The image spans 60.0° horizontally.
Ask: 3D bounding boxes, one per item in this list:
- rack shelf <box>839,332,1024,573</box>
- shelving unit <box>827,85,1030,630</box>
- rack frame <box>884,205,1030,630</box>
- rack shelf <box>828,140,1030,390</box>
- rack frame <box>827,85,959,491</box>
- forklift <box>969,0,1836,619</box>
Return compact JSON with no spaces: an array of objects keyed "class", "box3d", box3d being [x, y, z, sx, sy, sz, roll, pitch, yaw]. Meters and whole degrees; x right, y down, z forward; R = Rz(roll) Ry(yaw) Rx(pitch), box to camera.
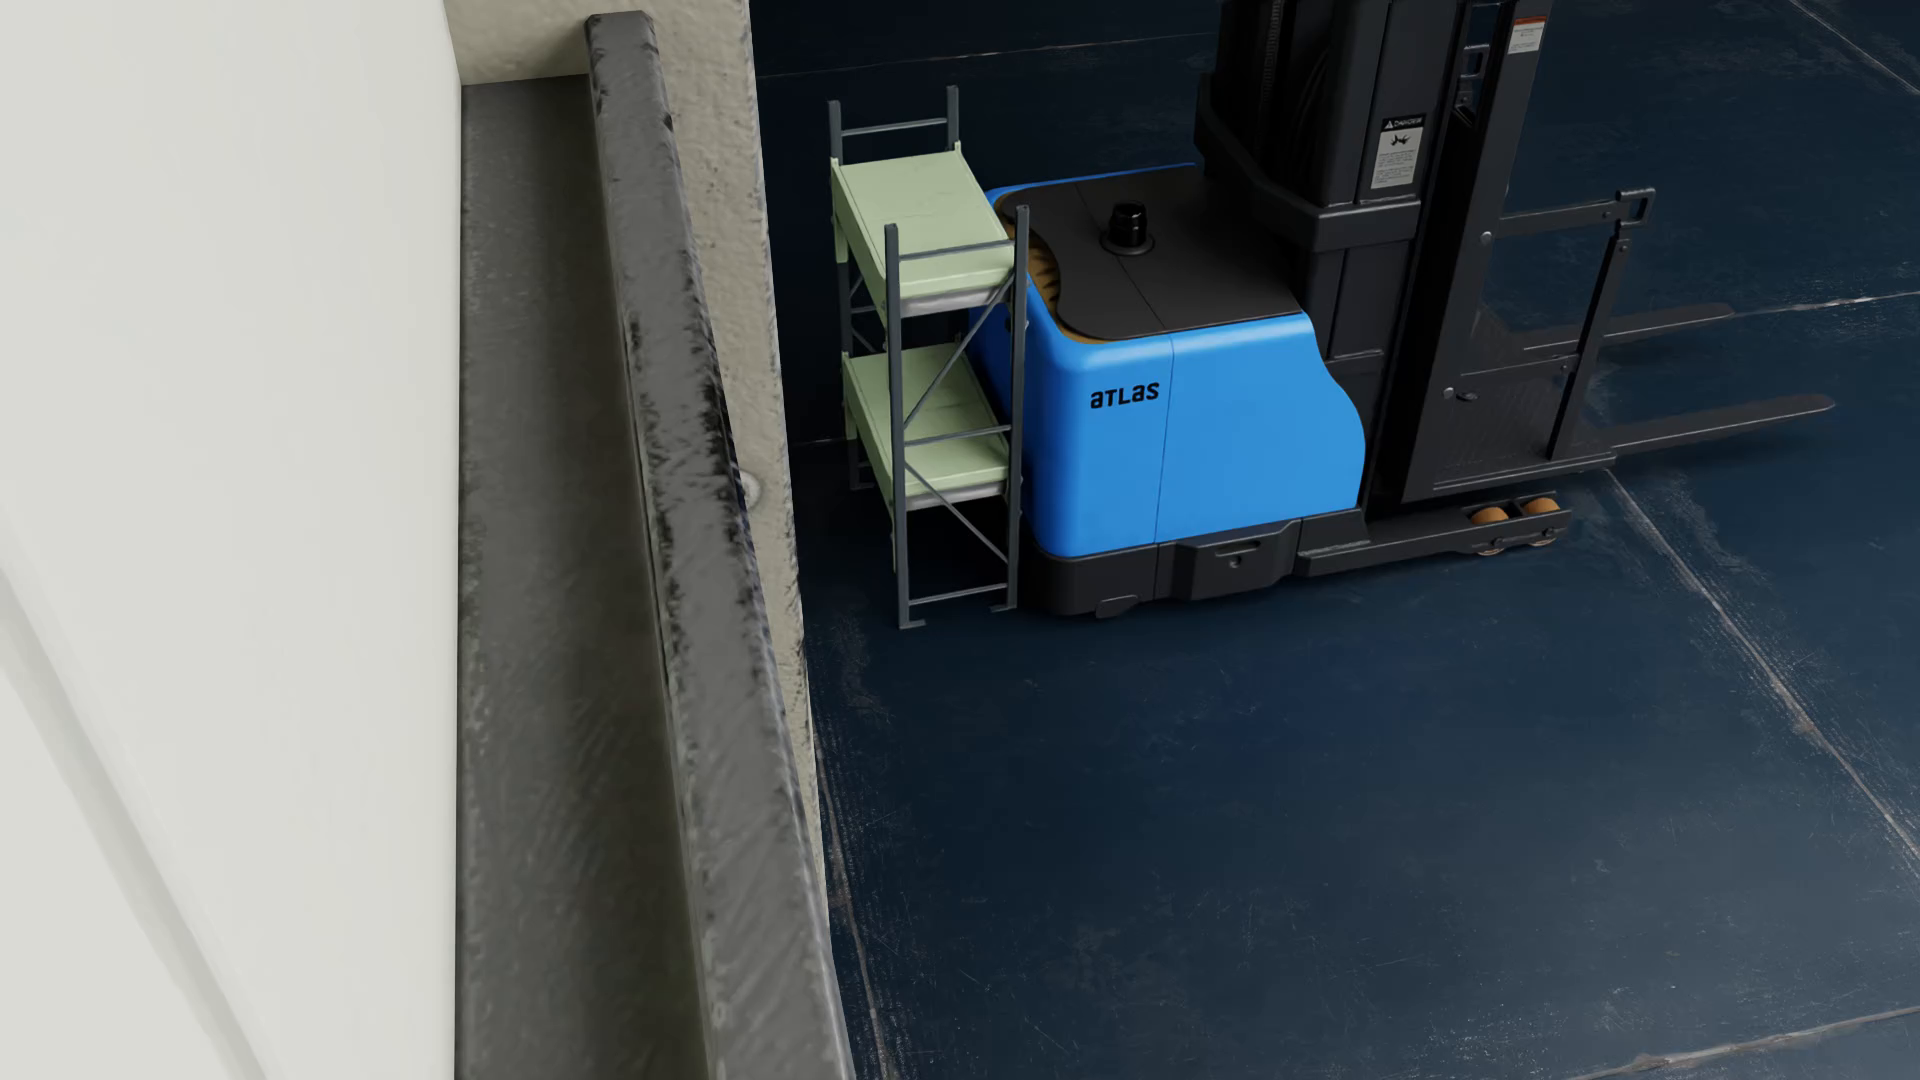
[{"class":"rack shelf","box3d":[-0.104,-0.299,5.448,0.431,0.370,0.720,-10,43,-11]},{"class":"shelving unit","box3d":[-0.104,-0.543,5.232,0.431,1.500,0.755,-10,43,-11]},{"class":"rack frame","box3d":[-0.007,-0.309,4.968,0.400,1.500,0.023,-10,43,-11]},{"class":"rack shelf","box3d":[-0.104,-0.835,4.973,0.431,0.370,0.720,-10,43,-11]},{"class":"rack frame","box3d":[-0.200,-0.777,5.496,0.400,1.500,0.023,-10,43,-11]},{"class":"forklift","box3d":[1.593,-1.374,5.090,3.031,2.935,1.130,-10,43,-11]}]
